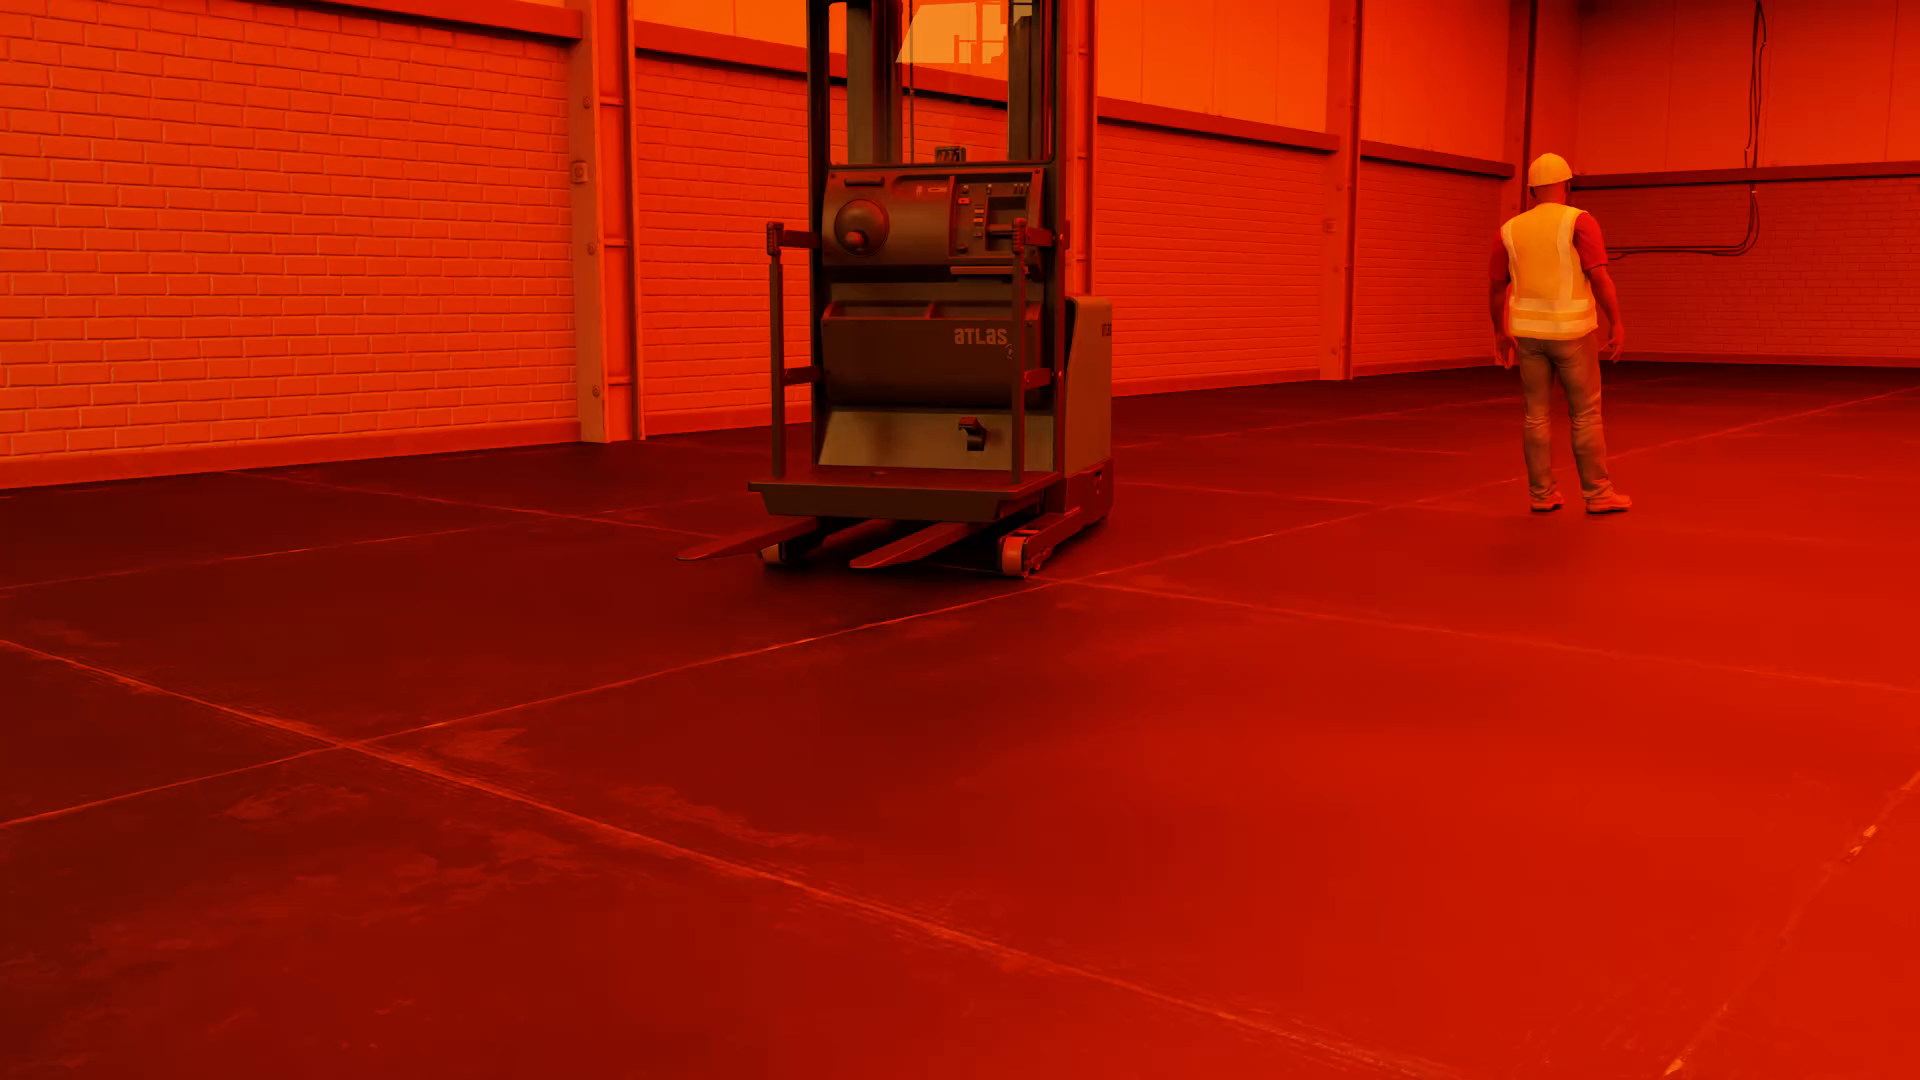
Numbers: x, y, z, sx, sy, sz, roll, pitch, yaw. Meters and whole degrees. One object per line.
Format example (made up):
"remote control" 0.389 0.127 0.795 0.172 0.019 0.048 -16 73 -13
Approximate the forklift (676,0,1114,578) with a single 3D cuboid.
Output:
"forklift" -0.176 -1.366 6.616 1.130 2.935 3.031 3 9 17

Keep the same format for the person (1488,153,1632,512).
"person" 3.016 -1.038 8.348 0.666 1.765 0.577 8 12 44
